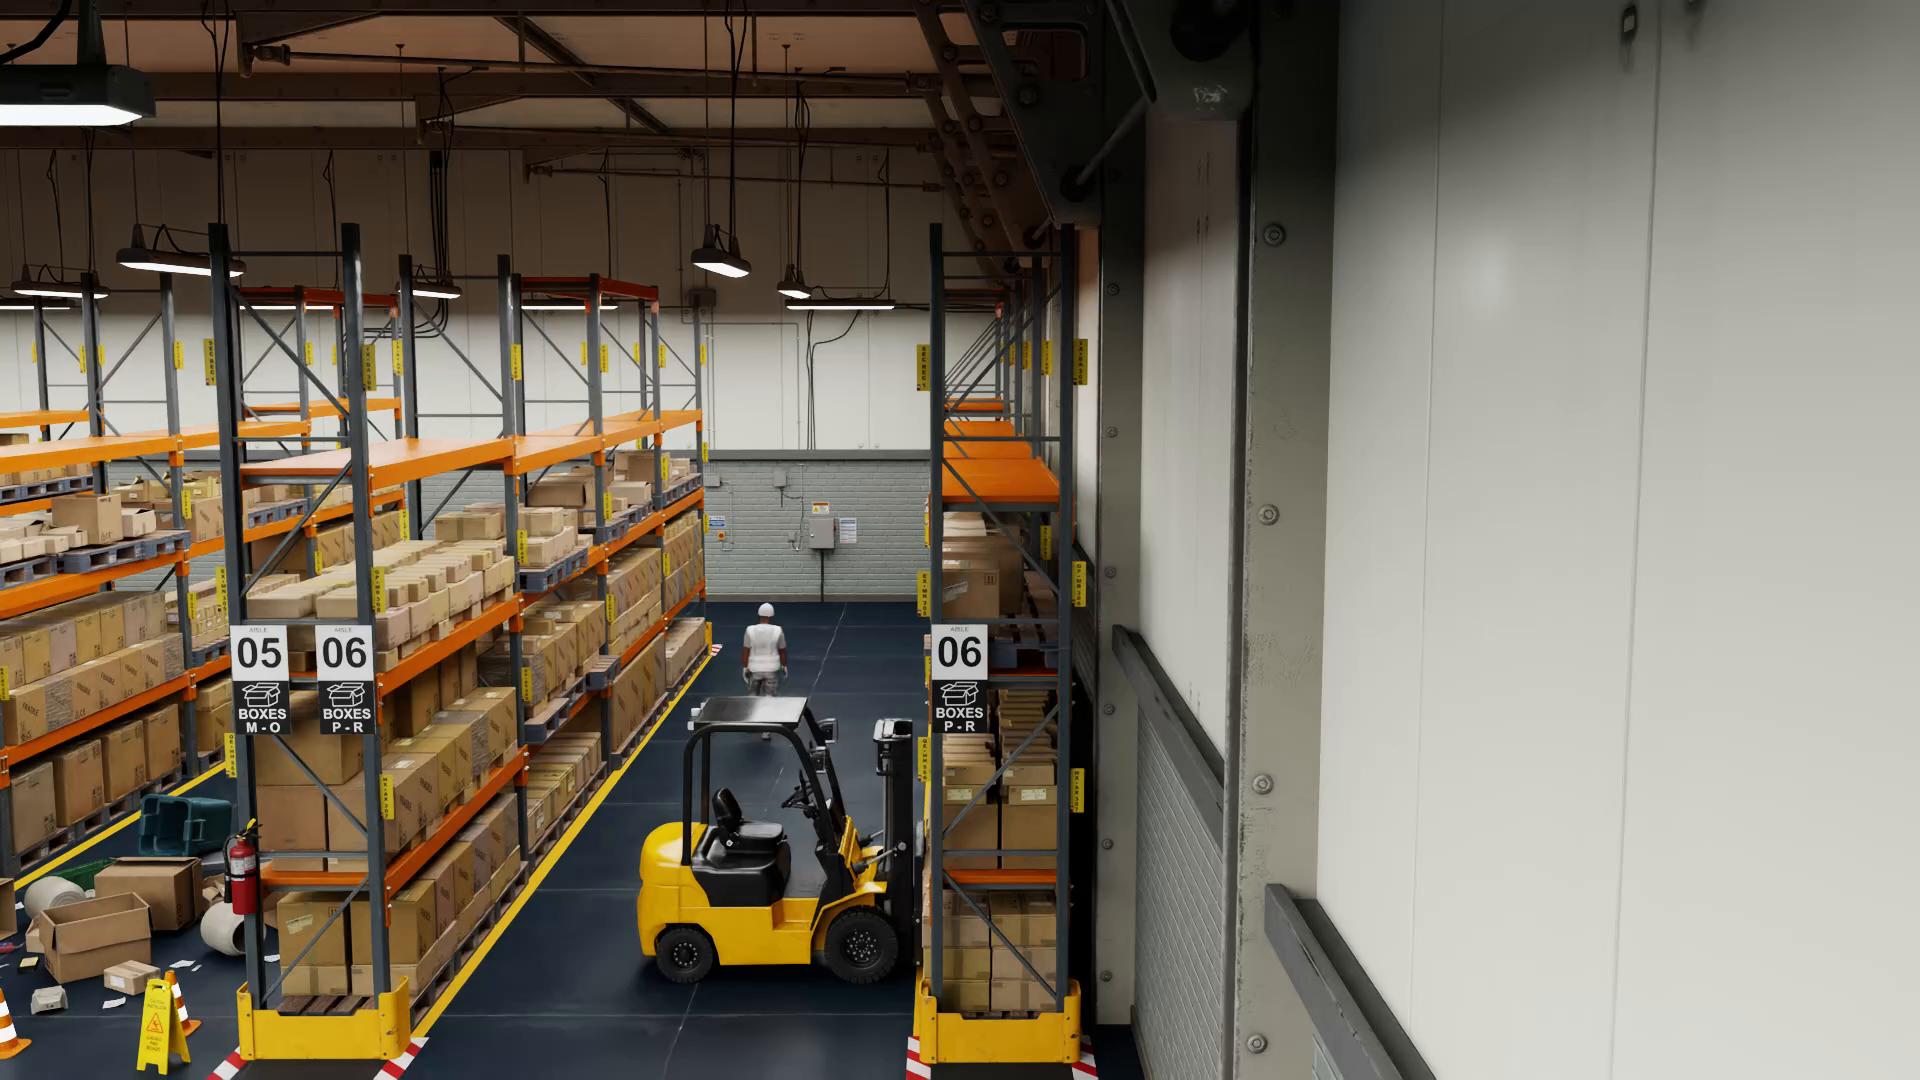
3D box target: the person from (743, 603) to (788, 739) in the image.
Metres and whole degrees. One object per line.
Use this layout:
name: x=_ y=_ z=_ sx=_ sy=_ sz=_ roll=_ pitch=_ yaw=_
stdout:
person: x=-2.566 y=1.707 z=21.967 sx=0.572 sy=1.776 sz=0.446 roll=0 pitch=7 yaw=-1
